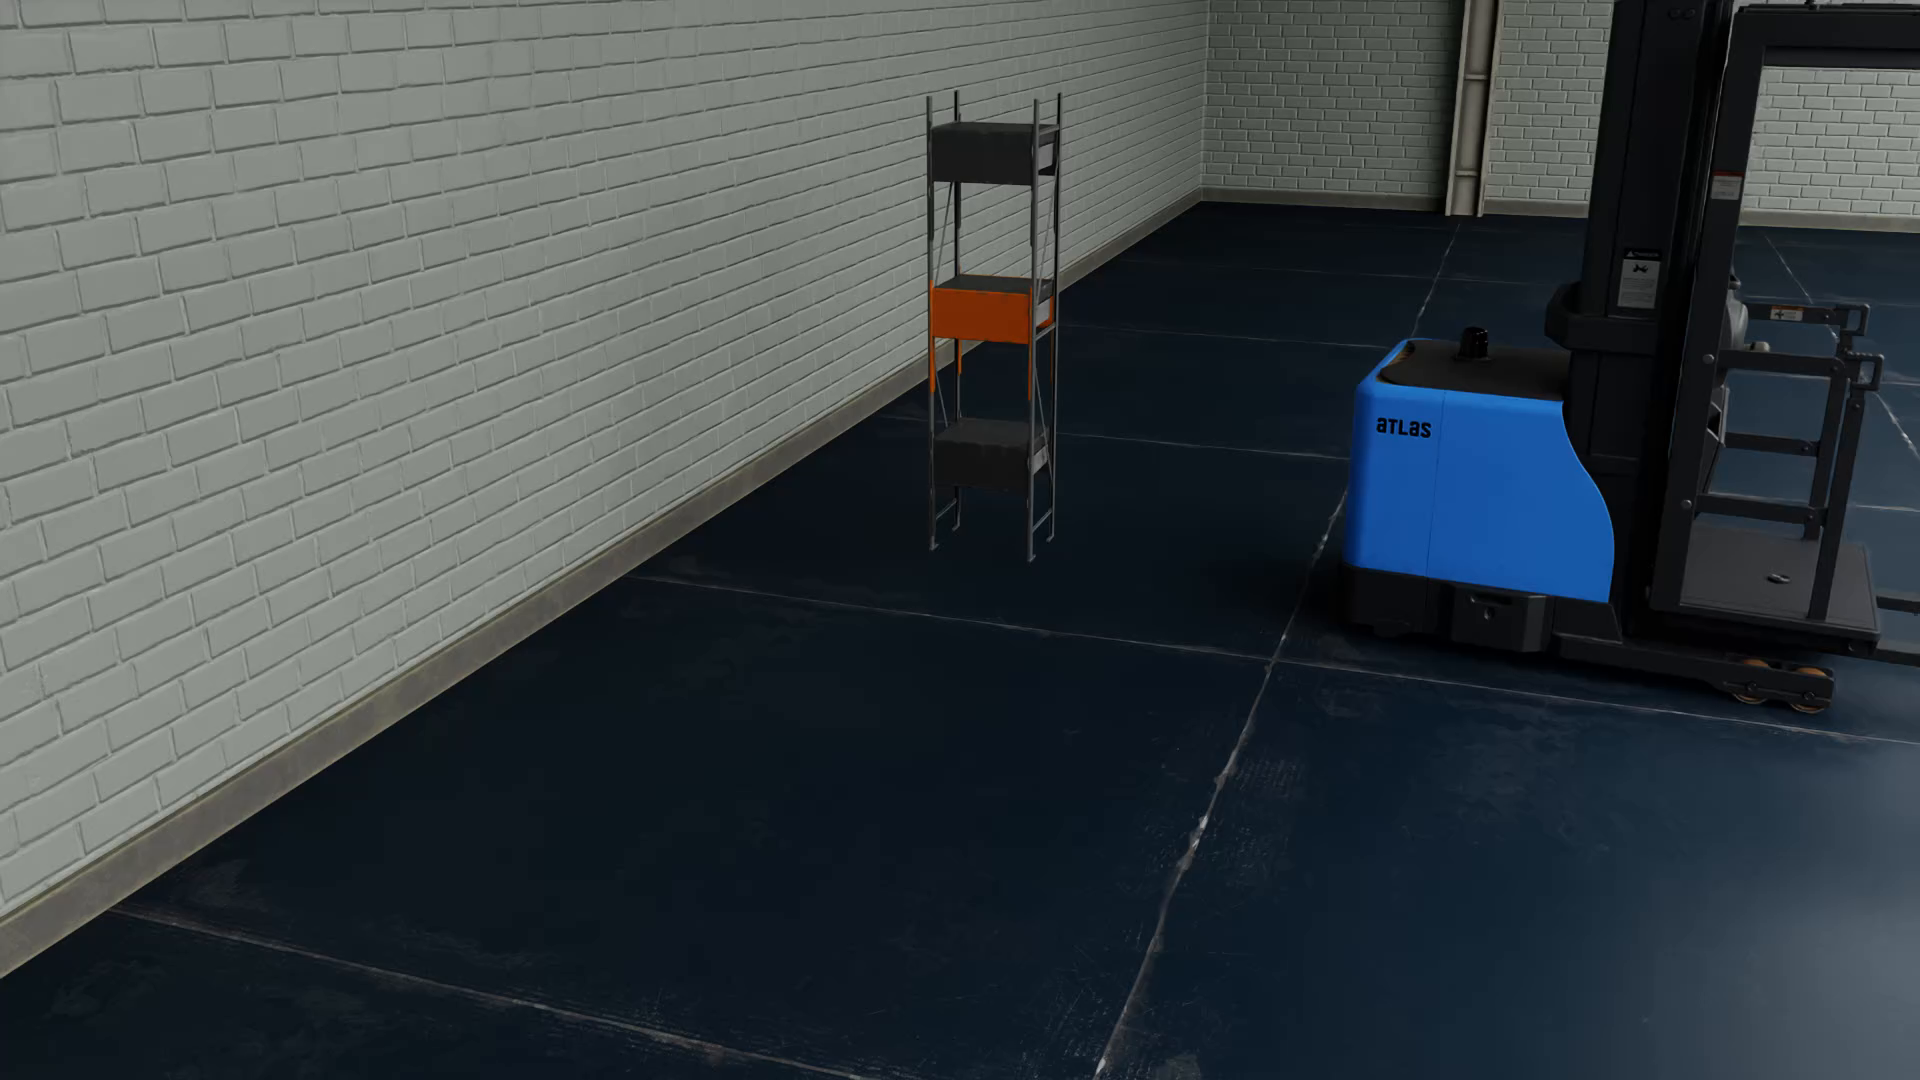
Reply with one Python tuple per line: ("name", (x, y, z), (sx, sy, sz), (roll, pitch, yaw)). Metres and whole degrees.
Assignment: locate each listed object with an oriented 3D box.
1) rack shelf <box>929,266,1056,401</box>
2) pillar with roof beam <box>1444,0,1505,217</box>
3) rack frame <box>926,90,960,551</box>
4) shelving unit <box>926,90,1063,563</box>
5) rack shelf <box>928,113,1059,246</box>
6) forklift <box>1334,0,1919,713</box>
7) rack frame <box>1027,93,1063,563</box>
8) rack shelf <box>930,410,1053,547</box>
("rack shelf", (0.156, -0.961, 7.684), (0.480, 0.518, 0.431), (7, 20, 18))
("pillar with roof beam", (4.177, -6.526, 13.128), (0.400, 9.000, 9.100), (7, 20, 18))
("rack frame", (-0.074, -1.000, 7.755), (0.015, 2.100, 0.400), (7, 20, 18))
("shelving unit", (0.156, -0.974, 7.679), (0.503, 2.100, 0.431), (7, 20, 18))
("rack shelf", (0.156, -1.622, 7.453), (0.480, 0.518, 0.431), (7, 20, 18))
("forklift", (3.130, -0.936, 6.308), (3.031, 2.935, 1.130), (9, 21, 23))
("rack frame", (0.387, -0.947, 7.604), (0.015, 2.100, 0.400), (7, 20, 18))
("rack shelf", (0.156, -0.300, 7.914), (0.480, 0.518, 0.431), (7, 20, 18))
